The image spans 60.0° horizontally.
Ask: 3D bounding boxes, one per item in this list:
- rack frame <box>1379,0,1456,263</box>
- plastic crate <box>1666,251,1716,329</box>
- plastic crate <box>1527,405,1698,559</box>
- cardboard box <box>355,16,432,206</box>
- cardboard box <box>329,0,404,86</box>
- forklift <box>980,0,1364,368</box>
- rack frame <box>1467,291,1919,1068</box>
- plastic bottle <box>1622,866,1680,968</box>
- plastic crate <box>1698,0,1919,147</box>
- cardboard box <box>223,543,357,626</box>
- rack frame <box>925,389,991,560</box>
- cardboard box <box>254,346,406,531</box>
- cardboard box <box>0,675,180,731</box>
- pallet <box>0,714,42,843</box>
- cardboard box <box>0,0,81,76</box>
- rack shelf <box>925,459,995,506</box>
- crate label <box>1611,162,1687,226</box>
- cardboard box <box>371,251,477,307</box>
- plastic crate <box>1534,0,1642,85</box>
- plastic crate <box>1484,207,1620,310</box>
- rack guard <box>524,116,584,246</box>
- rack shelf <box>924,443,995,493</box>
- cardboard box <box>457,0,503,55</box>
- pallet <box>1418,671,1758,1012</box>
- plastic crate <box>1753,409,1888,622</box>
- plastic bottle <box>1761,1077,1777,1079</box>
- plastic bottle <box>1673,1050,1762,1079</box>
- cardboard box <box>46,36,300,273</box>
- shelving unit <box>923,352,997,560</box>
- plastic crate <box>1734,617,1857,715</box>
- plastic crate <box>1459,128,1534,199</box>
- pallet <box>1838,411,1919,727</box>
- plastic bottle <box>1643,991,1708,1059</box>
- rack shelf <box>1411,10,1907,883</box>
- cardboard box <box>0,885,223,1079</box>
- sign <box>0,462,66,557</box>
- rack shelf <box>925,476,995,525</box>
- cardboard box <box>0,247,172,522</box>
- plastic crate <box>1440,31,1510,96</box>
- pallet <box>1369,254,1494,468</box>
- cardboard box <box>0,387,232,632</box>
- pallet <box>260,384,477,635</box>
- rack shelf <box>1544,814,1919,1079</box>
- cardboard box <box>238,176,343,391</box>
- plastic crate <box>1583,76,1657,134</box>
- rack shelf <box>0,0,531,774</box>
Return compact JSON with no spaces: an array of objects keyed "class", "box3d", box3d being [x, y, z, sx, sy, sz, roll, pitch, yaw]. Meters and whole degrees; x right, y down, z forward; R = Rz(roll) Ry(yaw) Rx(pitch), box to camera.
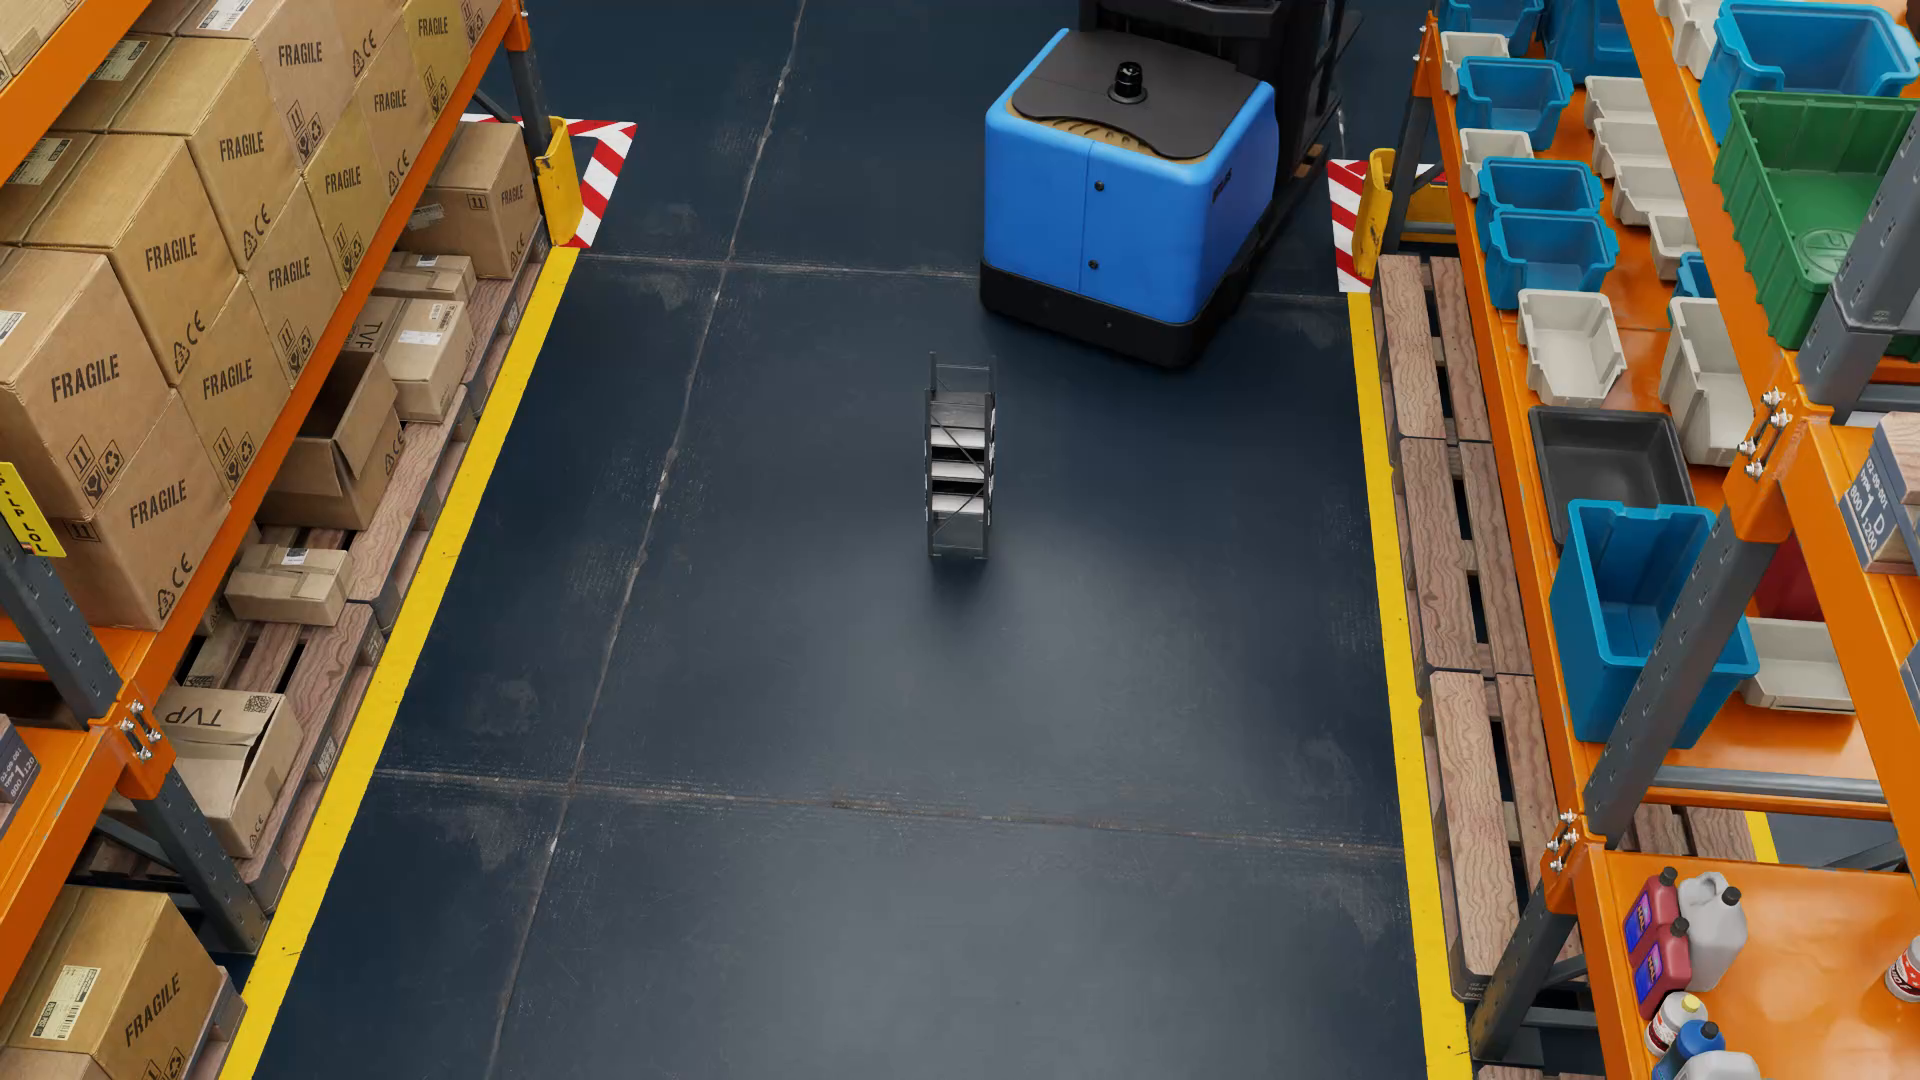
[{"class":"rack frame","box3d":[2.483,-2.319,6.838,1.000,3.000,0.127,4,48,4]},{"class":"plastic crate","box3d":[2.551,-0.757,5.482,0.416,0.233,0.300,4,48,4]},{"class":"plastic crate","box3d":[1.953,-0.148,4.998,0.437,0.125,0.590,4,48,4]},{"class":"cardboard box","box3d":[-2.314,-1.594,6.107,0.500,0.500,0.500,4,48,4]},{"class":"cardboard box","box3d":[-2.304,-1.928,5.735,0.500,0.500,0.500,5,48,5]},{"class":"forklift","box3d":[1.214,-2.845,7.366,1.130,2.935,3.031,21,51,18]},{"class":"rack frame","box3d":[2.119,0.620,4.150,1.000,3.000,0.127,4,48,4]},{"class":"plastic bottle","box3d":[1.660,0.900,3.973,0.061,0.283,0.133,4,48,4]},{"class":"plastic crate","box3d":[1.884,-1.026,3.736,0.416,0.233,0.300,4,48,4]},{"class":"cardboard box","box3d":[-2.491,0.162,6.191,0.380,0.166,0.250,4,48,4]},{"class":"rack frame","box3d":[-0.009,-0.235,6.355,0.240,0.900,0.006,4,48,4]},{"class":"cardboard box","box3d":[-2.648,-0.403,6.479,0.797,0.503,0.637,4,48,4]},{"class":"cardboard box","box3d":[-3.044,0.542,5.618,0.500,0.500,0.500,4,48,4]},{"class":"pallet","box3d":[-2.995,0.929,3.998,1.003,0.211,1.213,4,48,4]},{"class":"cardboard box","box3d":[-2.473,-1.385,4.053,0.500,0.250,0.500,4,48,4]},{"class":"rack shelf","box3d":[0.001,-0.226,6.514,0.258,0.077,0.200,4,48,4]},{"class":"crate label","box3d":[2.547,-1.221,5.972,0.396,0.136,0.243,4,48,4]},{"class":"cardboard box","box3d":[-2.380,-1.140,7.381,0.380,0.166,0.250,4,48,4]},{"class":"plastic crate","box3d":[2.639,-2.093,6.567,0.616,0.435,0.499,4,48,4]},{"class":"plastic crate","box3d":[1.986,-0.936,5.646,0.416,0.233,0.300,4,48,4]},{"class":"rack guard","box3d":[-2.456,-1.756,8.017,1.175,0.500,0.348,4,48,4]},{"class":"rack shelf","box3d":[0.001,-0.287,6.448,0.258,0.077,0.200,4,48,4]},{"class":"cardboard box","box3d":[-2.219,-2.341,6.791,0.500,0.500,0.500,5,48,5]},{"class":"pallet","box3d":[2.147,1.018,5.676,1.003,0.211,1.213,4,48,4]},{"class":"plastic crate","box3d":[2.450,-0.061,4.689,0.402,0.464,0.583,4,48,4]},{"class":"plastic bottle","box3d":[1.790,1.265,3.695,0.097,0.201,0.097,0,48,0]},{"class":"plastic bottle","box3d":[1.664,1.245,3.662,0.152,0.276,0.135,4,48,4]},{"class":"cardboard box","box3d":[-2.397,-1.171,5.043,0.500,0.500,0.500,3,48,2]},{"class":"shelving unit","box3d":[0.001,-0.310,6.423,0.258,0.900,0.210,4,48,4]},{"class":"plastic crate","box3d":[2.303,0.357,4.529,0.396,0.136,0.243,4,48,4]},{"class":"plastic crate","box3d":[1.959,-1.362,6.101,0.250,0.136,0.298,4,48,4]},{"class":"pallet","box3d":[2.145,0.254,2.580,1.213,0.211,1.003,4,48,4]},{"class":"plastic bottle","box3d":[1.656,1.112,3.835,0.097,0.201,0.097,0,48,0]},{"class":"rack shelf","box3d":[2.301,-0.607,5.760,1.077,0.370,4.000,4,48,4]},{"class":"cardboard box","box3d":[-2.573,1.361,4.868,0.500,0.500,0.500,4,48,3]},{"class":"sign","box3d":[-2.261,-0.072,3.998,0.100,0.325,0.005,4,48,4]},{"class":"rack shelf","box3d":[0.001,-0.166,6.581,0.258,0.077,0.200,4,48,4]},{"class":"cardboard box","box3d":[-2.491,-0.414,4.351,0.500,0.500,0.500,5,48,5]},{"class":"plastic crate","box3d":[2.021,-1.861,6.557,0.250,0.136,0.298,4,48,4]},{"class":"pallet","box3d":[2.369,-0.775,7.315,1.003,0.211,1.213,4,48,4]},{"class":"cardboard box","box3d":[-2.496,-0.106,4.746,0.500,0.500,0.500,5,48,5]},{"class":"pallet","box3d":[-2.642,-0.178,6.770,1.003,0.211,1.213,4,48,4]},{"class":"rack shelf","box3d":[1.936,2.333,3.071,1.077,0.370,4.000,4,48,4]},{"class":"cardboard box","box3d":[-2.405,-0.850,5.426,0.500,0.500,0.500,4,48,3]},{"class":"plastic crate","box3d":[2.589,-1.639,6.354,0.396,0.136,0.243,4,48,4]},{"class":"rack shelf","box3d":[-2.631,-0.943,6.067,1.077,0.370,4.000,4,48,4]}]
